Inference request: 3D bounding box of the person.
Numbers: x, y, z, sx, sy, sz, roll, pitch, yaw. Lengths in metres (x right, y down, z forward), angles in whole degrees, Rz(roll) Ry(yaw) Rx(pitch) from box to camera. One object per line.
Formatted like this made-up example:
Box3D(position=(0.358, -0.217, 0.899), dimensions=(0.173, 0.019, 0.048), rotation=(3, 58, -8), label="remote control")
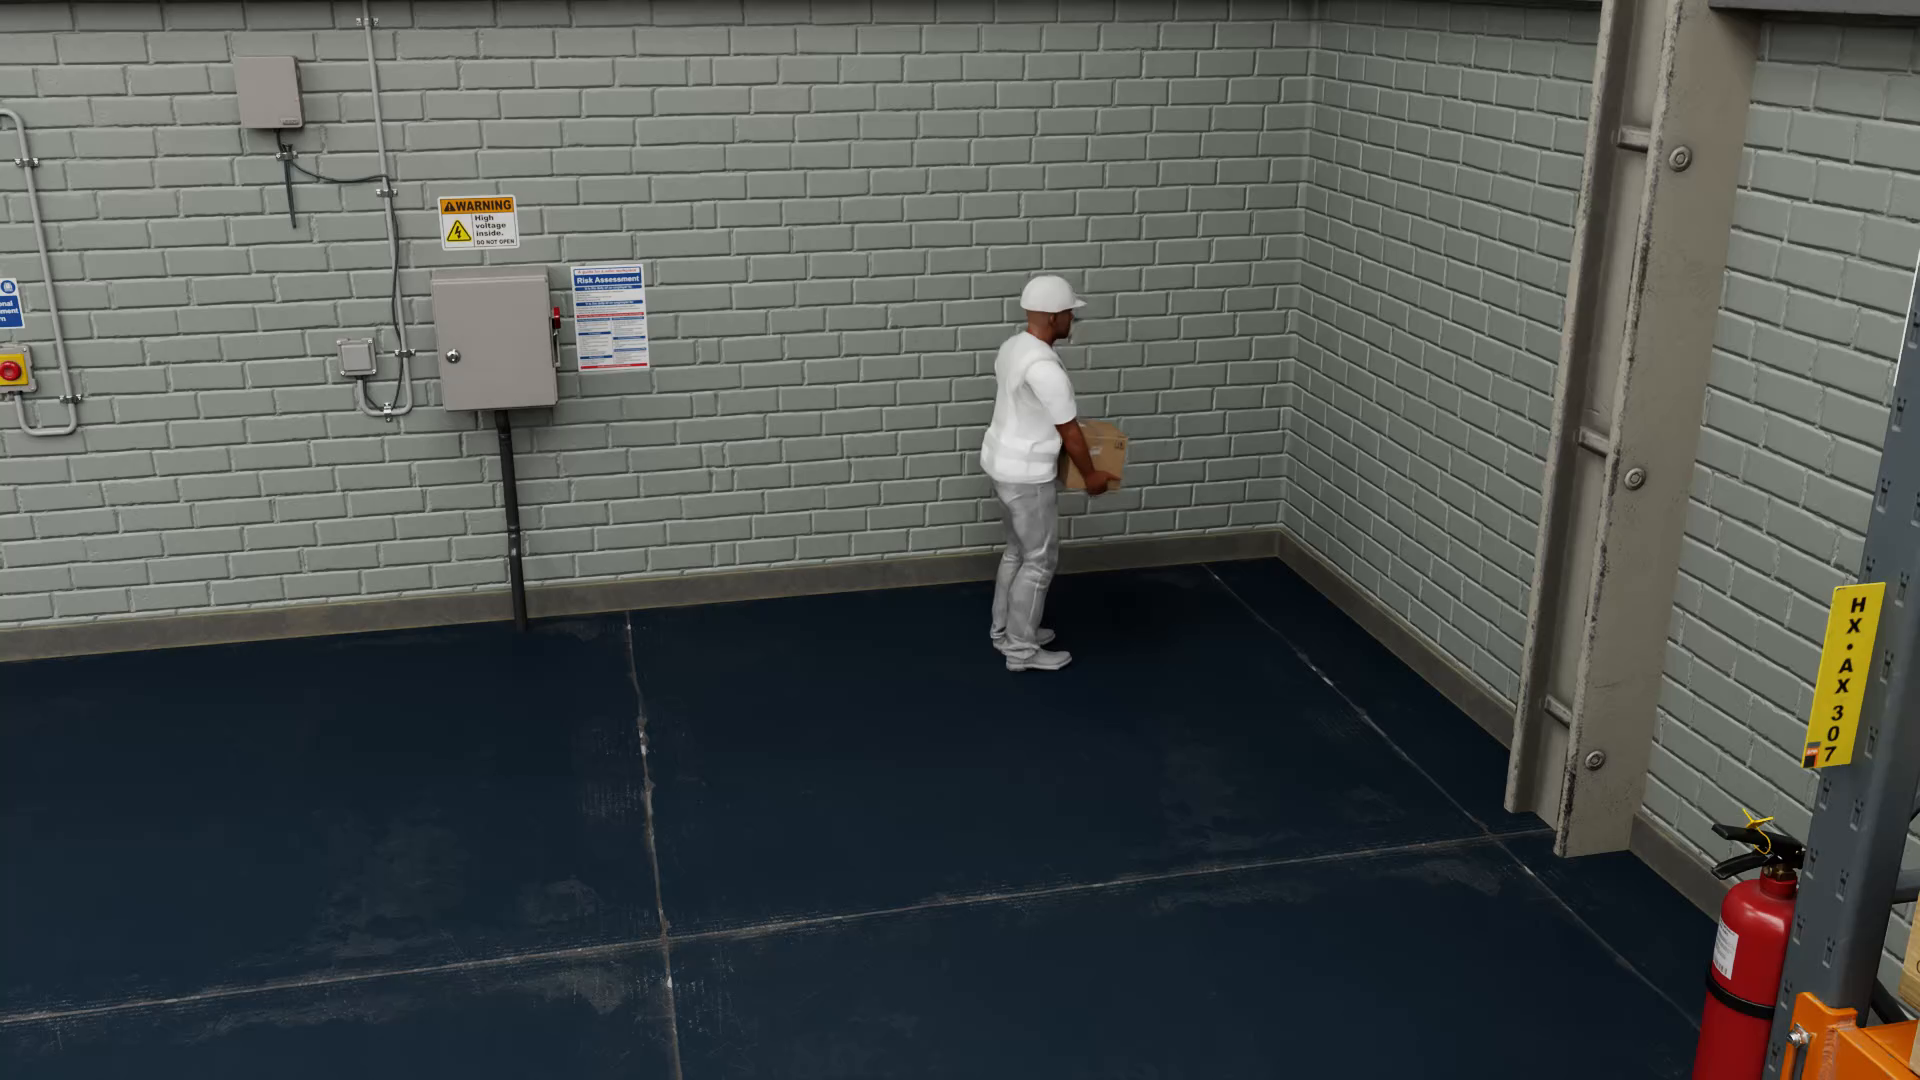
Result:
Box3D(position=(0.391, -0.306, 7.417), dimensions=(0.587, 1.752, 0.503), rotation=(-5, 20, -13), label="person")
